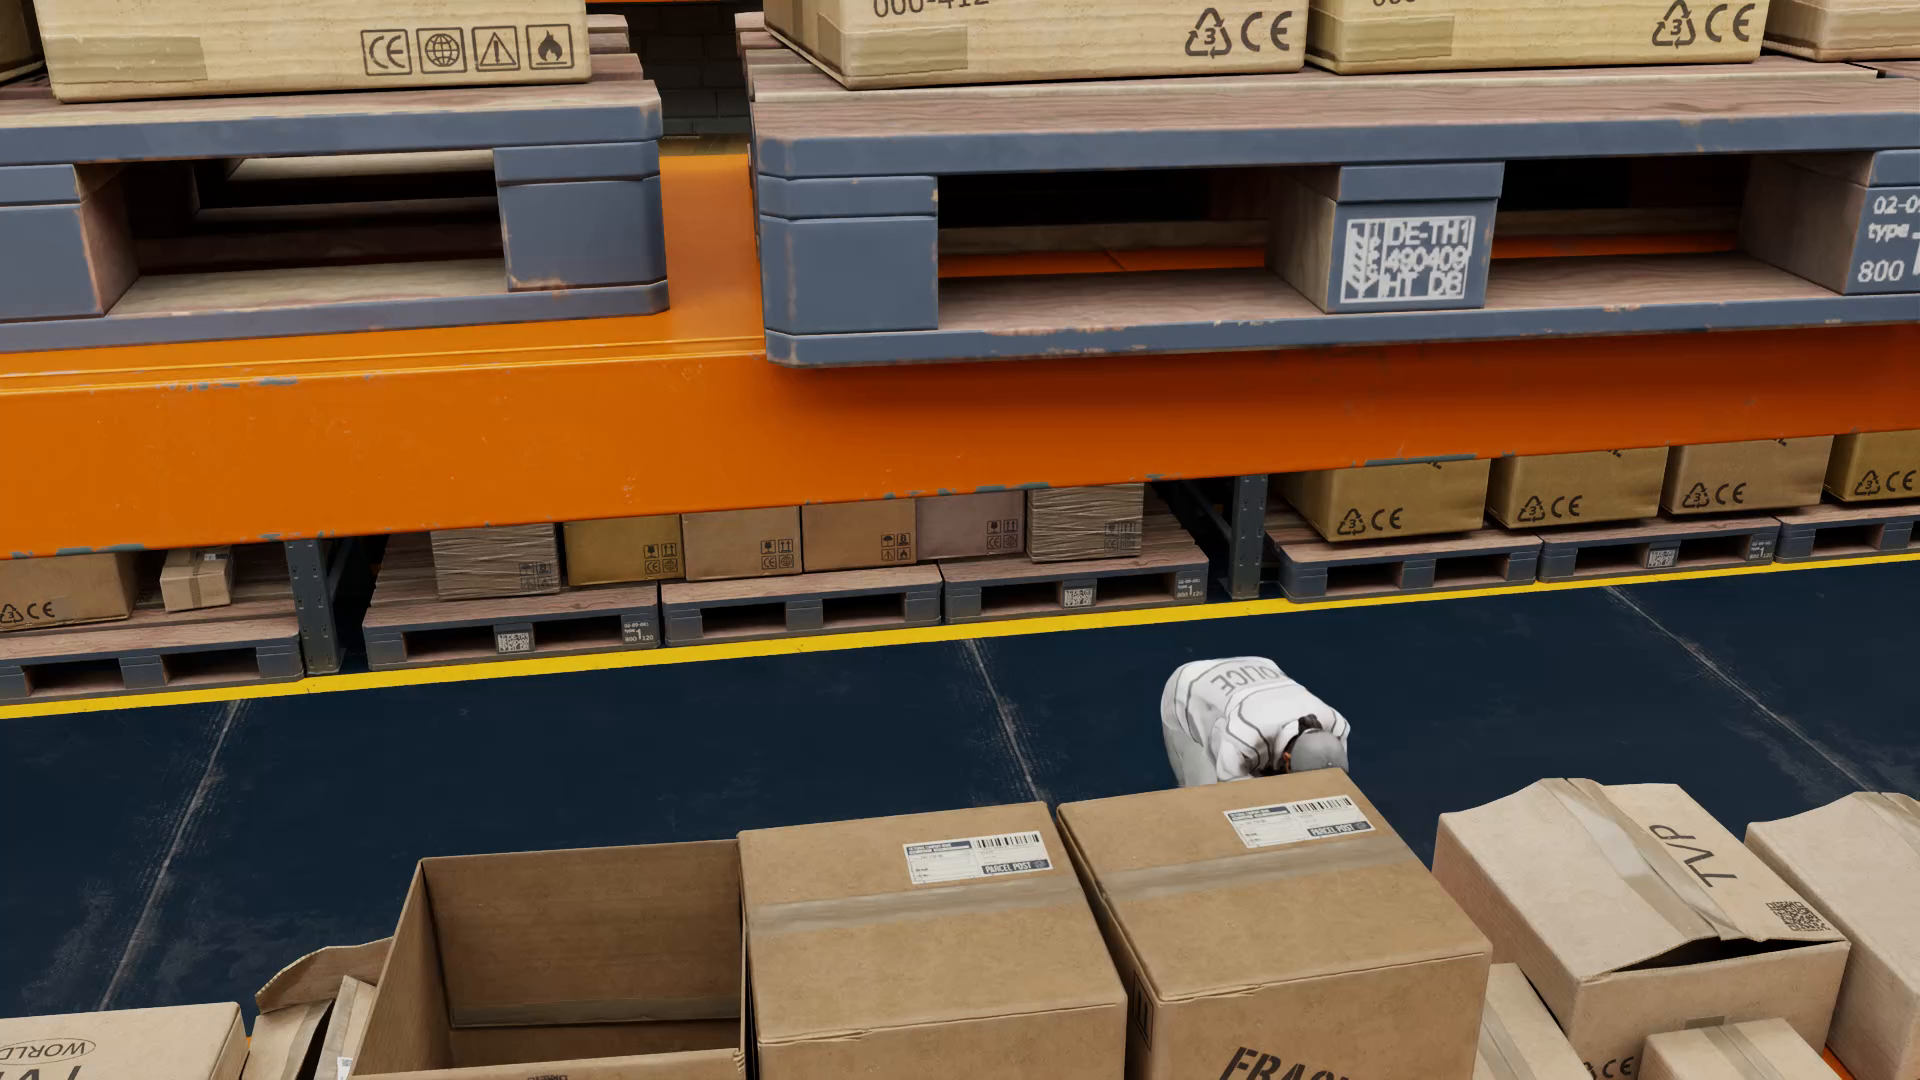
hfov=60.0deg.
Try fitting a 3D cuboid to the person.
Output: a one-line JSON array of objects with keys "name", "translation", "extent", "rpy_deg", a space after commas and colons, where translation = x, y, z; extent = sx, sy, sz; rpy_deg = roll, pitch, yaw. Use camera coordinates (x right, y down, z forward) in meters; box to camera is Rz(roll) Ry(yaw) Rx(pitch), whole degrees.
[{"name": "person", "translation": [0.982, 0.787, 5.487], "extent": [0.511, 0.760, 0.922], "rpy_deg": [-5, 24, -11]}]
